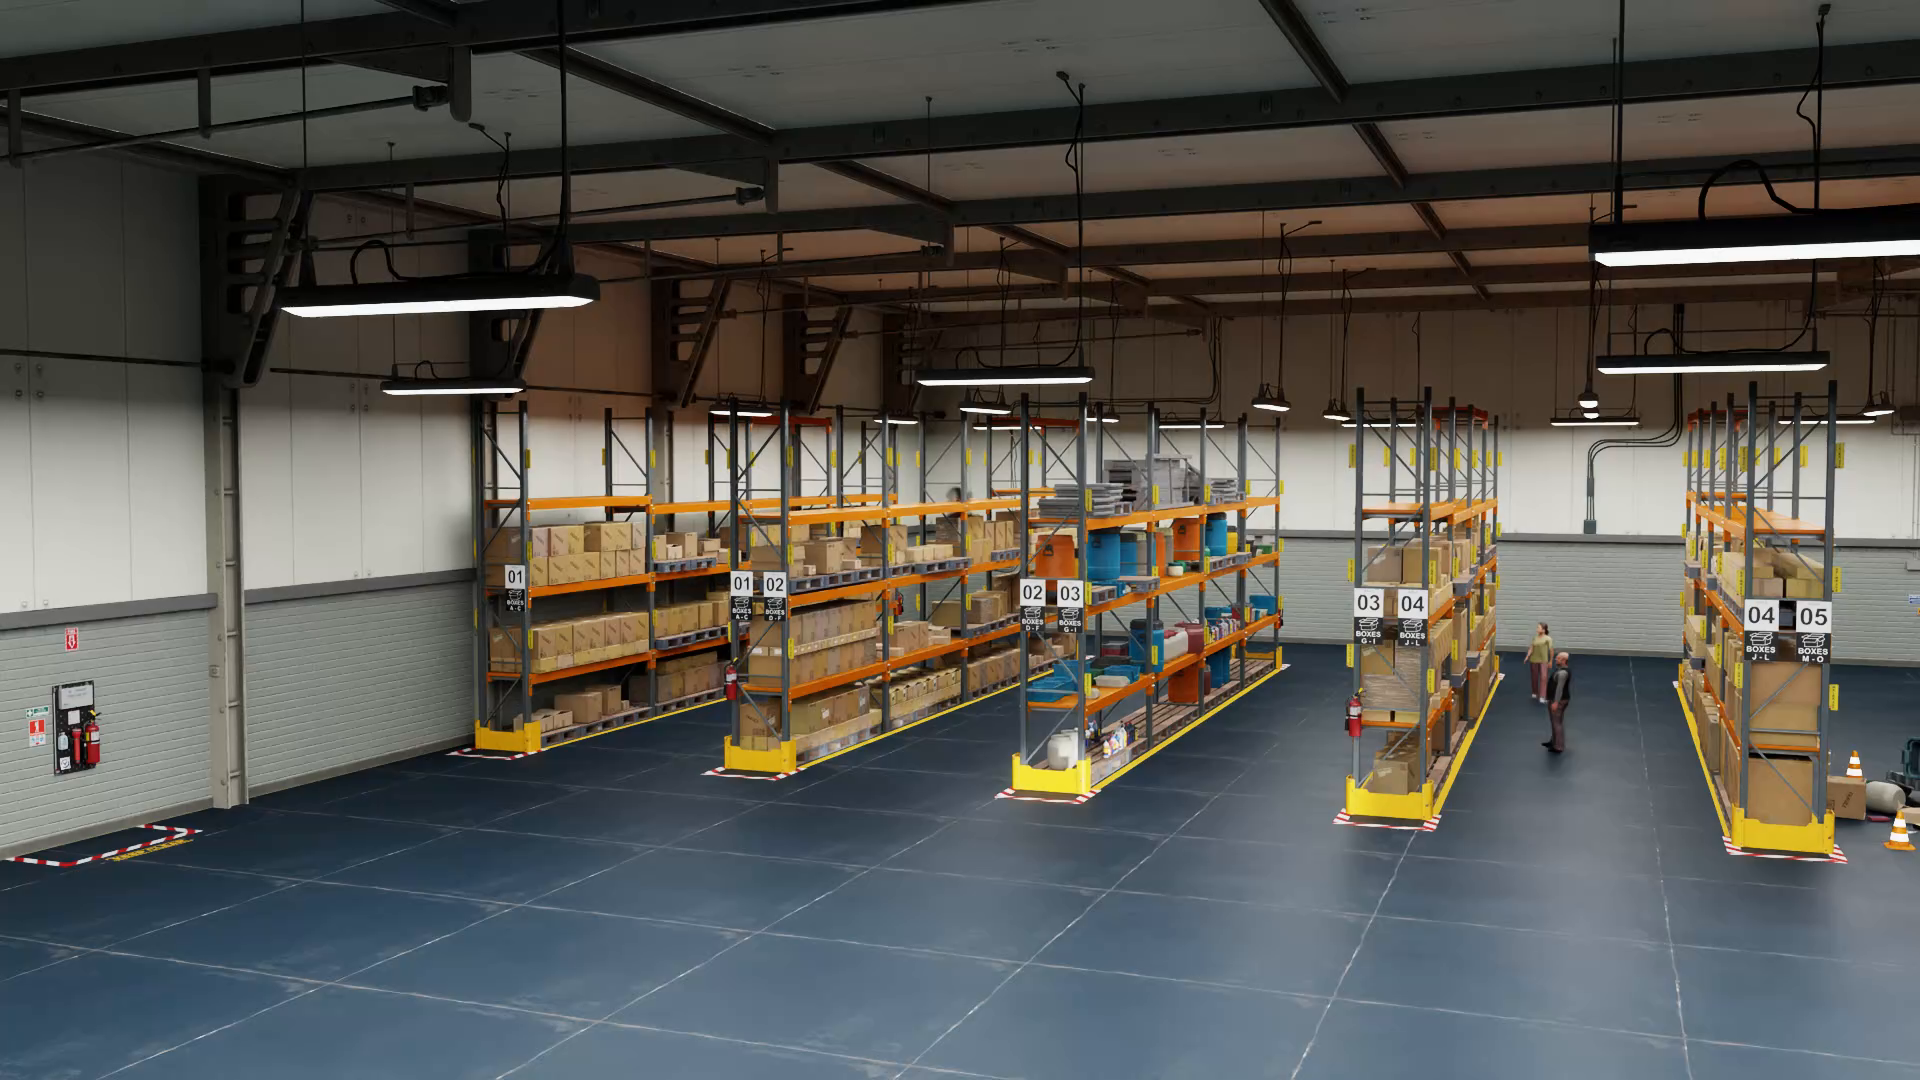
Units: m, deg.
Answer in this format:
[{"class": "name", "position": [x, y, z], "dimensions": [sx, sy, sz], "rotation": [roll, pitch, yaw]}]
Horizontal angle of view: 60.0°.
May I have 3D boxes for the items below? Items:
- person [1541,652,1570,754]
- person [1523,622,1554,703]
[{"class": "person", "position": [10.182, 2.767, 28.503], "dimensions": [0.599, 1.714, 0.551], "rotation": [2, 4, 41]}, {"class": "person", "position": [11.910, 2.510, 34.242], "dimensions": [0.581, 1.628, 0.952], "rotation": [1, 3, 17]}]
